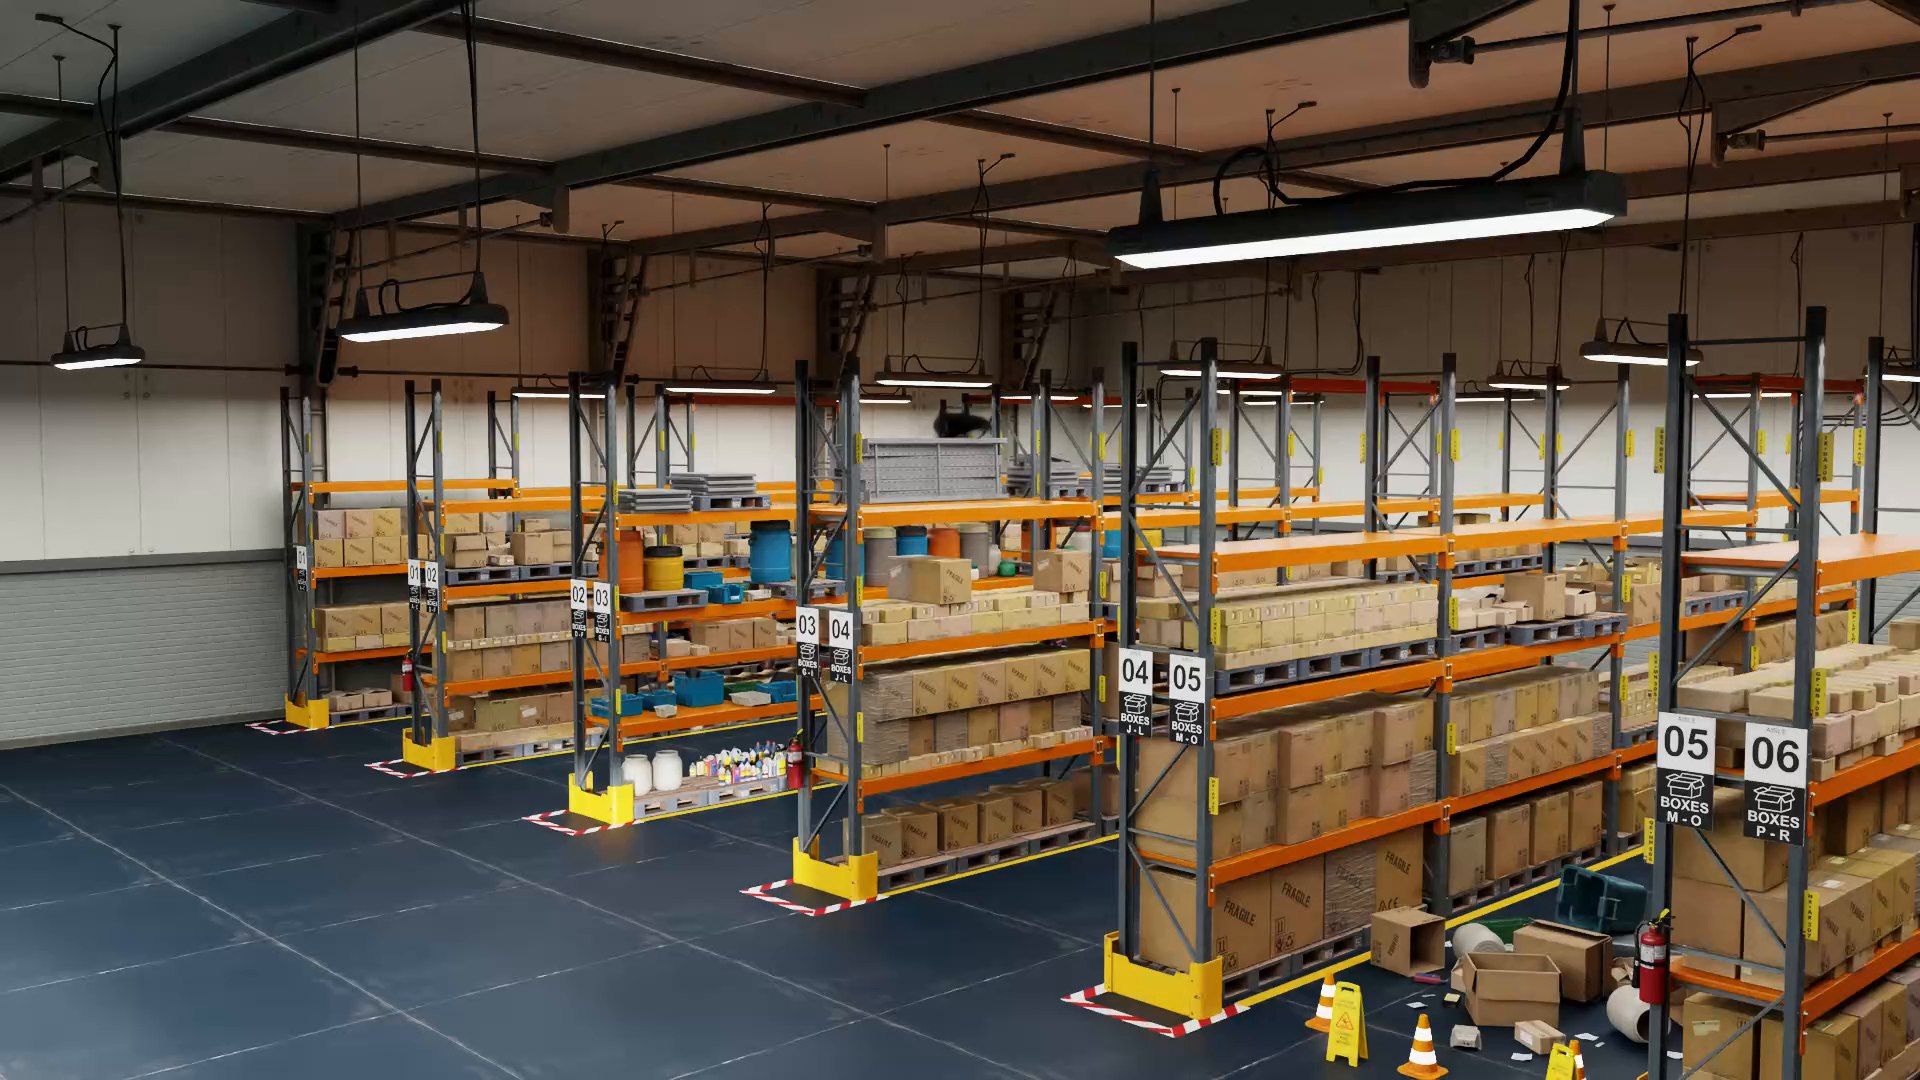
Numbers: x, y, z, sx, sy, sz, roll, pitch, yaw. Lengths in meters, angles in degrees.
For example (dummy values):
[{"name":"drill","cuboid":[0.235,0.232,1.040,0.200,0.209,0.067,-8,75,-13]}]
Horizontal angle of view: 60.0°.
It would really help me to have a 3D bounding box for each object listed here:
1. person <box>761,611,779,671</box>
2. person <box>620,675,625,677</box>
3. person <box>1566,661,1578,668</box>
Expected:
[{"name":"person","cuboid":[-3.734,2.218,33.433,0.600,1.647,0.605,3,5,41]},{"name":"person","cuboid":[-6.326,2.329,31.052,0.566,1.663,0.929,2,4,28]},{"name":"person","cuboid":[9.582,2.702,25.681,0.755,1.743,1.066,3,5,39]}]
